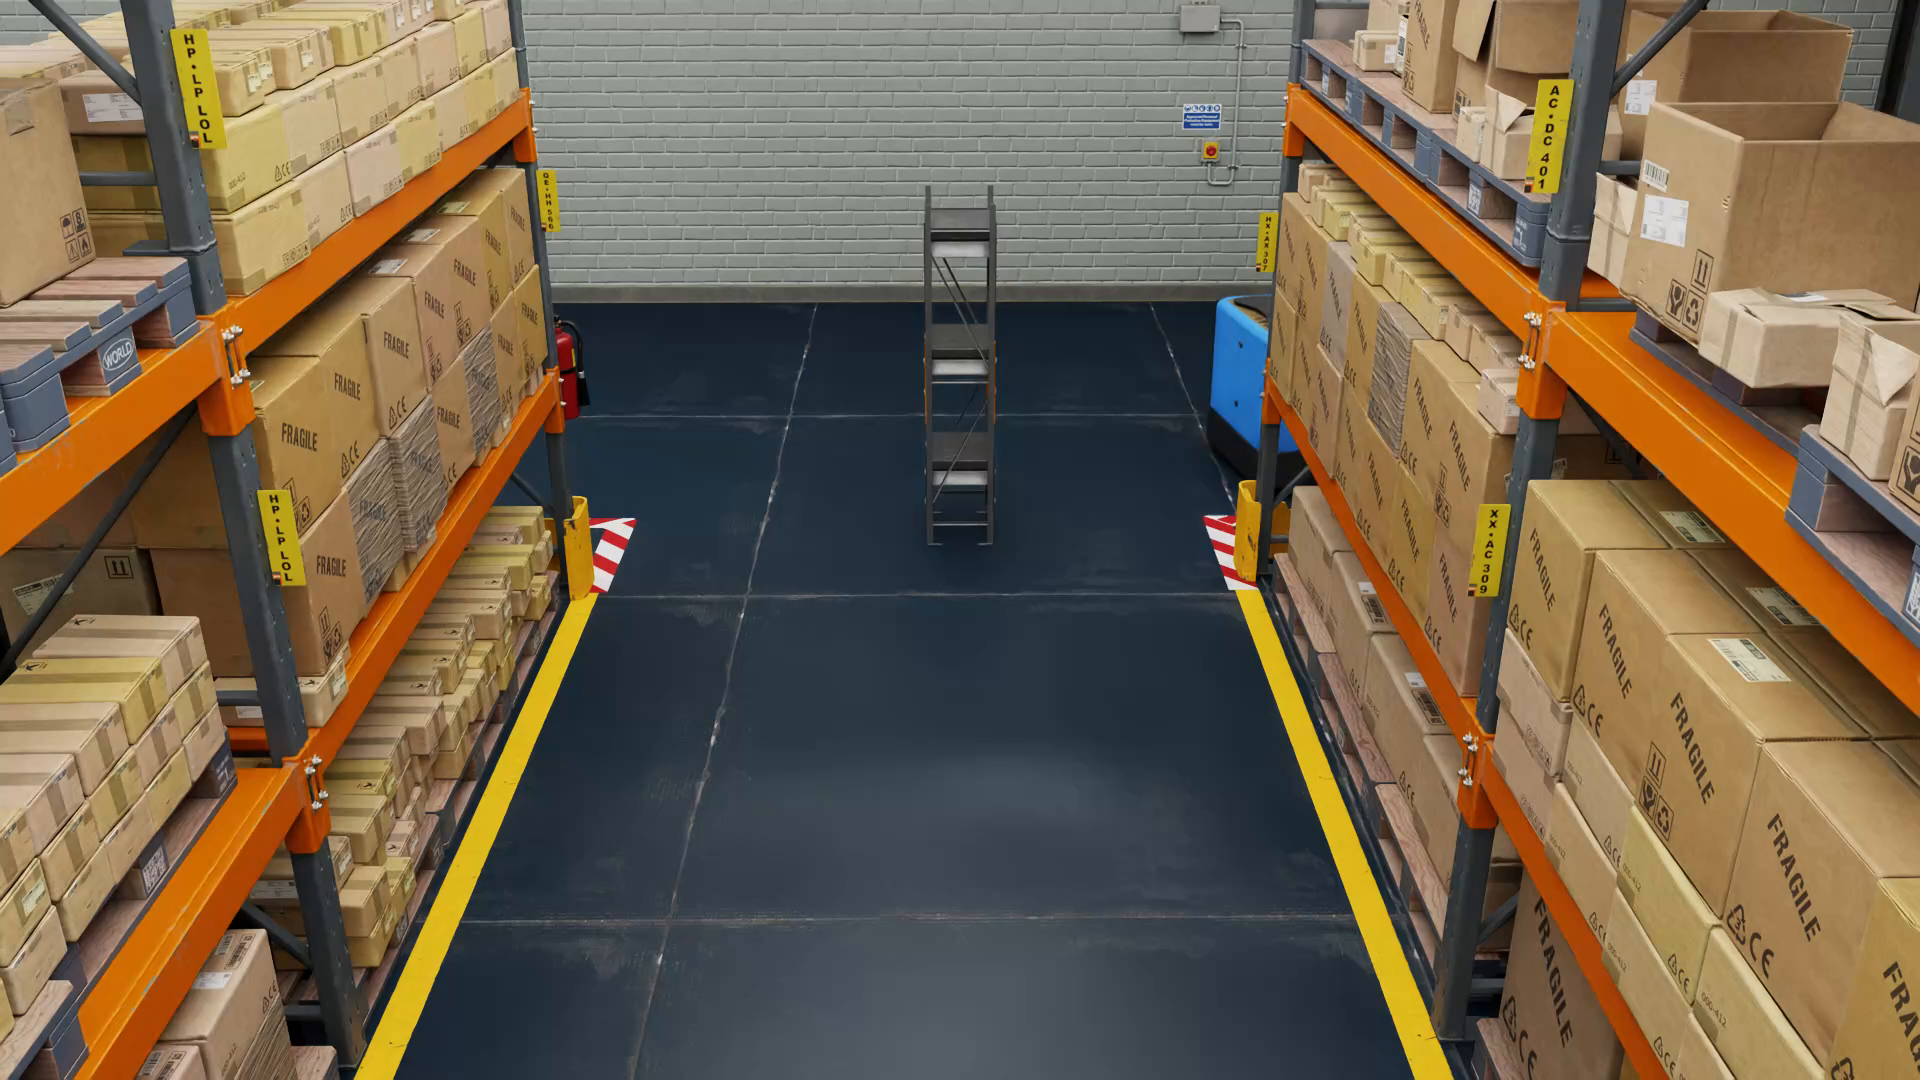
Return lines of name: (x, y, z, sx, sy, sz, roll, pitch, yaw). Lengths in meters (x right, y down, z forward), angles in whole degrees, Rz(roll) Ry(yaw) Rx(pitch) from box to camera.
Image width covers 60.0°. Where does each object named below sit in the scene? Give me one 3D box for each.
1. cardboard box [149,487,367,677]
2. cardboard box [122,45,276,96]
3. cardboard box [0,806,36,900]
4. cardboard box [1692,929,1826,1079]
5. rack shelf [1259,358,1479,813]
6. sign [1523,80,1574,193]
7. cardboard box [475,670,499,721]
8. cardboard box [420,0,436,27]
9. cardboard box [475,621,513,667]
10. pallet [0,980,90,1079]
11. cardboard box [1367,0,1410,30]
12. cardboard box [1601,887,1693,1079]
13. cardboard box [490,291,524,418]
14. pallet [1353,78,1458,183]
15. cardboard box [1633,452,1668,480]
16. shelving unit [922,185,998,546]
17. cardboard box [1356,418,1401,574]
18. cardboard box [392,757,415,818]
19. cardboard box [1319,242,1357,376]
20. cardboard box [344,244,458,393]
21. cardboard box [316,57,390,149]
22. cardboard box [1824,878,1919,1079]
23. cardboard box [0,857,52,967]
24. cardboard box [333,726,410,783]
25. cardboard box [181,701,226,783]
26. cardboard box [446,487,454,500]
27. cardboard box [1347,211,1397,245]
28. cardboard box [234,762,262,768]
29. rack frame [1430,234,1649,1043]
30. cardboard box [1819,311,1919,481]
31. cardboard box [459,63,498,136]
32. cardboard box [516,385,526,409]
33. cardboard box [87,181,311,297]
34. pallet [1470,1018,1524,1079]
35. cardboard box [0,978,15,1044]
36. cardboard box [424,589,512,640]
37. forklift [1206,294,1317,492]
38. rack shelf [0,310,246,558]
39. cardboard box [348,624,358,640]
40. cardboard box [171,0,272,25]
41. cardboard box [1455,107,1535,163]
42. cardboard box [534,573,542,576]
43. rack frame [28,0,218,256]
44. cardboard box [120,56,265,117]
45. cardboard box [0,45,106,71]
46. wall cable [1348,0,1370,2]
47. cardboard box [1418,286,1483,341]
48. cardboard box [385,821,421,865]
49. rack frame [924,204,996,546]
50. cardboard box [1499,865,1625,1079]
cardboard box: (-2.435, 0.141, 5.817, 0.500, 0.500, 0.500, -1, 24, -2)
cardboard box: (-2.471, -1.517, 5.416, 0.380, 0.149, 0.250, -1, 24, -1)
cardboard box: (-2.475, 0.770, 3.980, 0.380, 0.149, 0.250, -1, 24, -2)
cardboard box: (2.010, 1.117, 3.715, 0.500, 0.250, 0.500, -1, 24, -2)
rack shelf: (2.246, -0.033, 7.557, 1.077, 0.370, 4.000, 0, 24, -1)
sign: (1.712, -1.172, 4.838, 0.100, 0.325, 0.005, 0, 24, -1)
cardboard box: (-2.426, 0.736, 7.932, 0.380, 0.149, 0.250, 0, 24, 0)
cardboard box: (-2.466, -2.273, 7.086, 0.380, 0.149, 0.250, -1, 24, -2)
cardboard box: (-2.408, 0.494, 8.106, 0.380, 0.149, 0.250, 0, 24, 0)
pallet: (-2.700, 1.447, 3.643, 1.003, 0.211, 1.213, 0, 24, -1)
cardboard box: (2.319, -2.536, 8.127, 0.500, 0.250, 0.500, -2, 24, -5)
cardboard box: (2.005, 1.138, 4.275, 0.500, 0.250, 0.500, 0, 24, -1)
cardboard box: (-2.462, -0.906, 8.131, 0.500, 0.500, 0.500, -1, 24, -1)
pallet: (2.258, -1.702, 6.841, 1.003, 0.211, 1.213, 0, 24, -1)
cardboard box: (2.504, -0.235, 5.796, 0.500, 0.500, 0.500, 0, 24, 0)
shelving unit: (-0.002, -1.025, 9.968, 0.431, 2.100, 0.503, 0, 24, -1)
cardboard box: (1.975, -0.192, 6.912, 0.500, 0.500, 0.500, -1, 24, -1)
cardboard box: (-2.497, 1.033, 6.915, 0.380, 0.149, 0.250, -1, 24, -3)
cardboard box: (1.970, -1.062, 7.624, 0.500, 0.500, 0.500, 0, 24, -1)
cardboard box: (-2.442, -0.930, 6.970, 0.500, 0.500, 0.500, -1, 24, -2)
cardboard box: (-2.439, -1.611, 6.108, 0.500, 0.250, 0.500, 0, 24, 0)
cardboard box: (2.031, 0.982, 3.104, 0.500, 0.500, 0.500, 0, 24, -1)
cardboard box: (-2.467, 0.908, 4.036, 0.380, 0.149, 0.250, -1, 24, -3)
cardboard box: (-2.499, 0.895, 6.858, 0.380, 0.149, 0.250, -1, 24, -2)
cardboard box: (-2.479, 0.613, 5.050, 0.380, 0.149, 0.250, -1, 24, -2)
cardboard box: (-2.494, -0.233, 7.431, 0.380, 0.149, 0.250, 0, 24, 0)
cardboard box: (1.989, -1.403, 7.590, 0.380, 0.149, 0.250, 0, 24, 0)
cardboard box: (-2.998, 1.010, 6.604, 0.380, 0.149, 0.250, 0, 24, -1)
rack frame: (2.267, 0.463, 5.586, 1.000, 3.000, 0.127, 0, 24, -1)
cardboard box: (1.937, -0.279, 3.241, 0.396, 0.266, 0.258, 2, 24, 4)
cardboard box: (-2.443, -2.023, 7.626, 0.500, 0.250, 0.500, 0, 24, 0)
cardboard box: (-2.474, -0.771, 8.620, 0.380, 0.149, 0.250, 0, 24, -1)
cardboard box: (-2.422, -0.963, 5.282, 0.500, 0.250, 0.500, 1, 24, 2)
pallet: (2.351, 2.051, 5.459, 1.003, 0.211, 1.213, 0, 24, -1)
cardboard box: (-2.462, 1.150, 3.864, 0.380, 0.149, 0.250, 1, 24, 2)
cardboard box: (-2.393, 0.360, 8.043, 0.380, 0.149, 0.250, 1, 24, 1)
forklift: (3.301, -1.942, 10.987, 3.031, 2.935, 1.130, -5, 25, -11)
rack shelf: (-2.659, 0.312, 3.153, 1.077, 0.370, 4.000, 0, 24, -1)
cardboard box: (-2.490, 0.307, 6.235, 0.380, 0.149, 0.250, -1, 24, -3)
cardboard box: (-2.962, -2.055, 6.604, 0.380, 0.149, 0.250, 1, 24, 1)
cardboard box: (1.938, -1.397, 5.732, 0.380, 0.149, 0.250, 0, 24, 1)
cardboard box: (-2.511, 0.202, 9.113, 0.380, 0.149, 0.250, 0, 24, 0)
rack frame: (-2.681, -2.207, 4.209, 1.000, 3.000, 0.127, 0, 24, -1)
cardboard box: (-2.412, -1.414, 5.189, 0.380, 0.149, 0.250, -1, 24, -3)
cardboard box: (-3.016, -1.518, 5.418, 0.380, 0.149, 0.250, 0, 24, -1)
wall cable: (3.557, -3.983, 14.183, 0.588, 1.984, 0.122, 0, 24, -1)
cardboard box: (1.999, -0.878, 6.430, 0.380, 0.149, 0.250, 0, 24, -1)
cardboard box: (-2.422, 1.271, 6.749, 0.380, 0.149, 0.250, 0, 24, -1)
rack frame: (0.001, -0.924, 9.746, 0.400, 2.100, 0.015, 0, 24, -1)
cardboard box: (2.354, 1.495, 5.374, 0.875, 0.875, 0.875, 0, 24, 1)
